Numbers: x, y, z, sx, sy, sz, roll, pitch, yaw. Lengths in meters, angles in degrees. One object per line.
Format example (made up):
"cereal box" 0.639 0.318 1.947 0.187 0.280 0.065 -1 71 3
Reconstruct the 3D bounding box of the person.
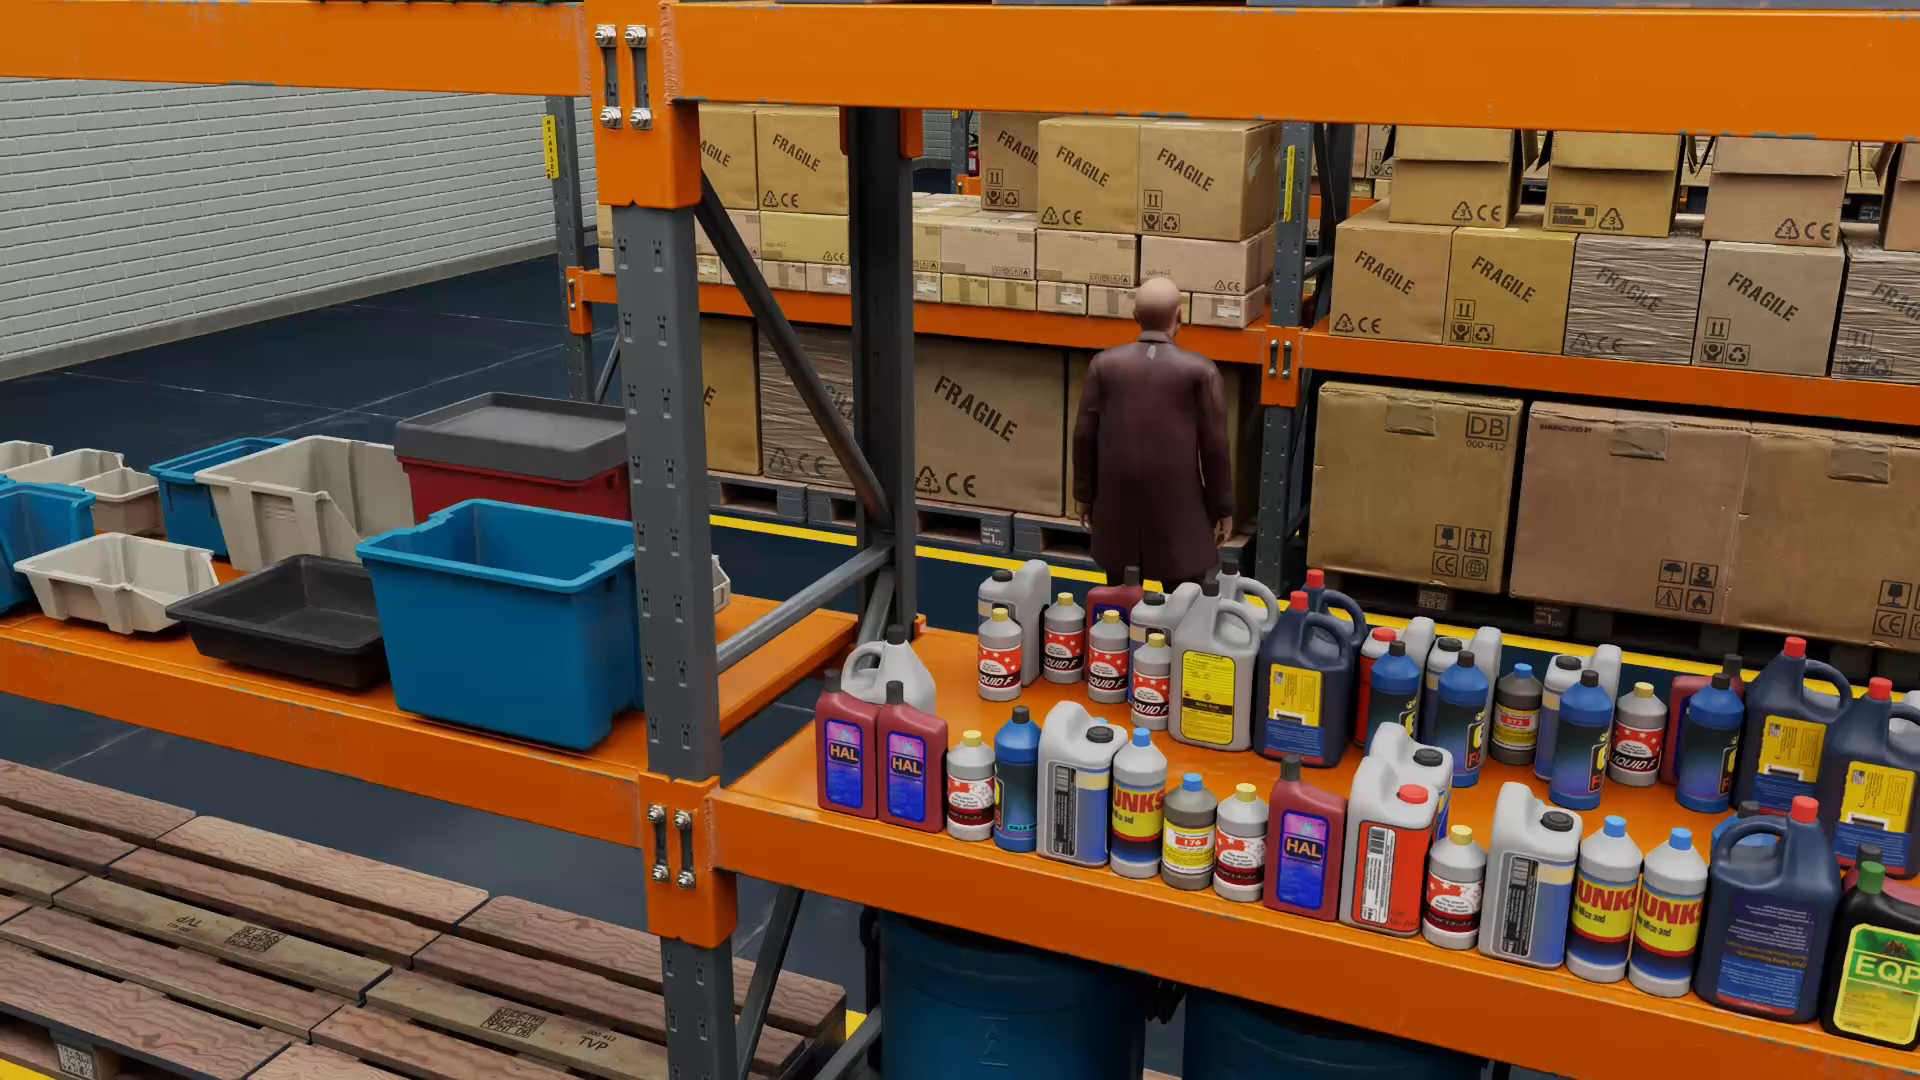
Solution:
"person" 0.745 -0.123 6.448 0.654 1.774 0.415 8 20 22
